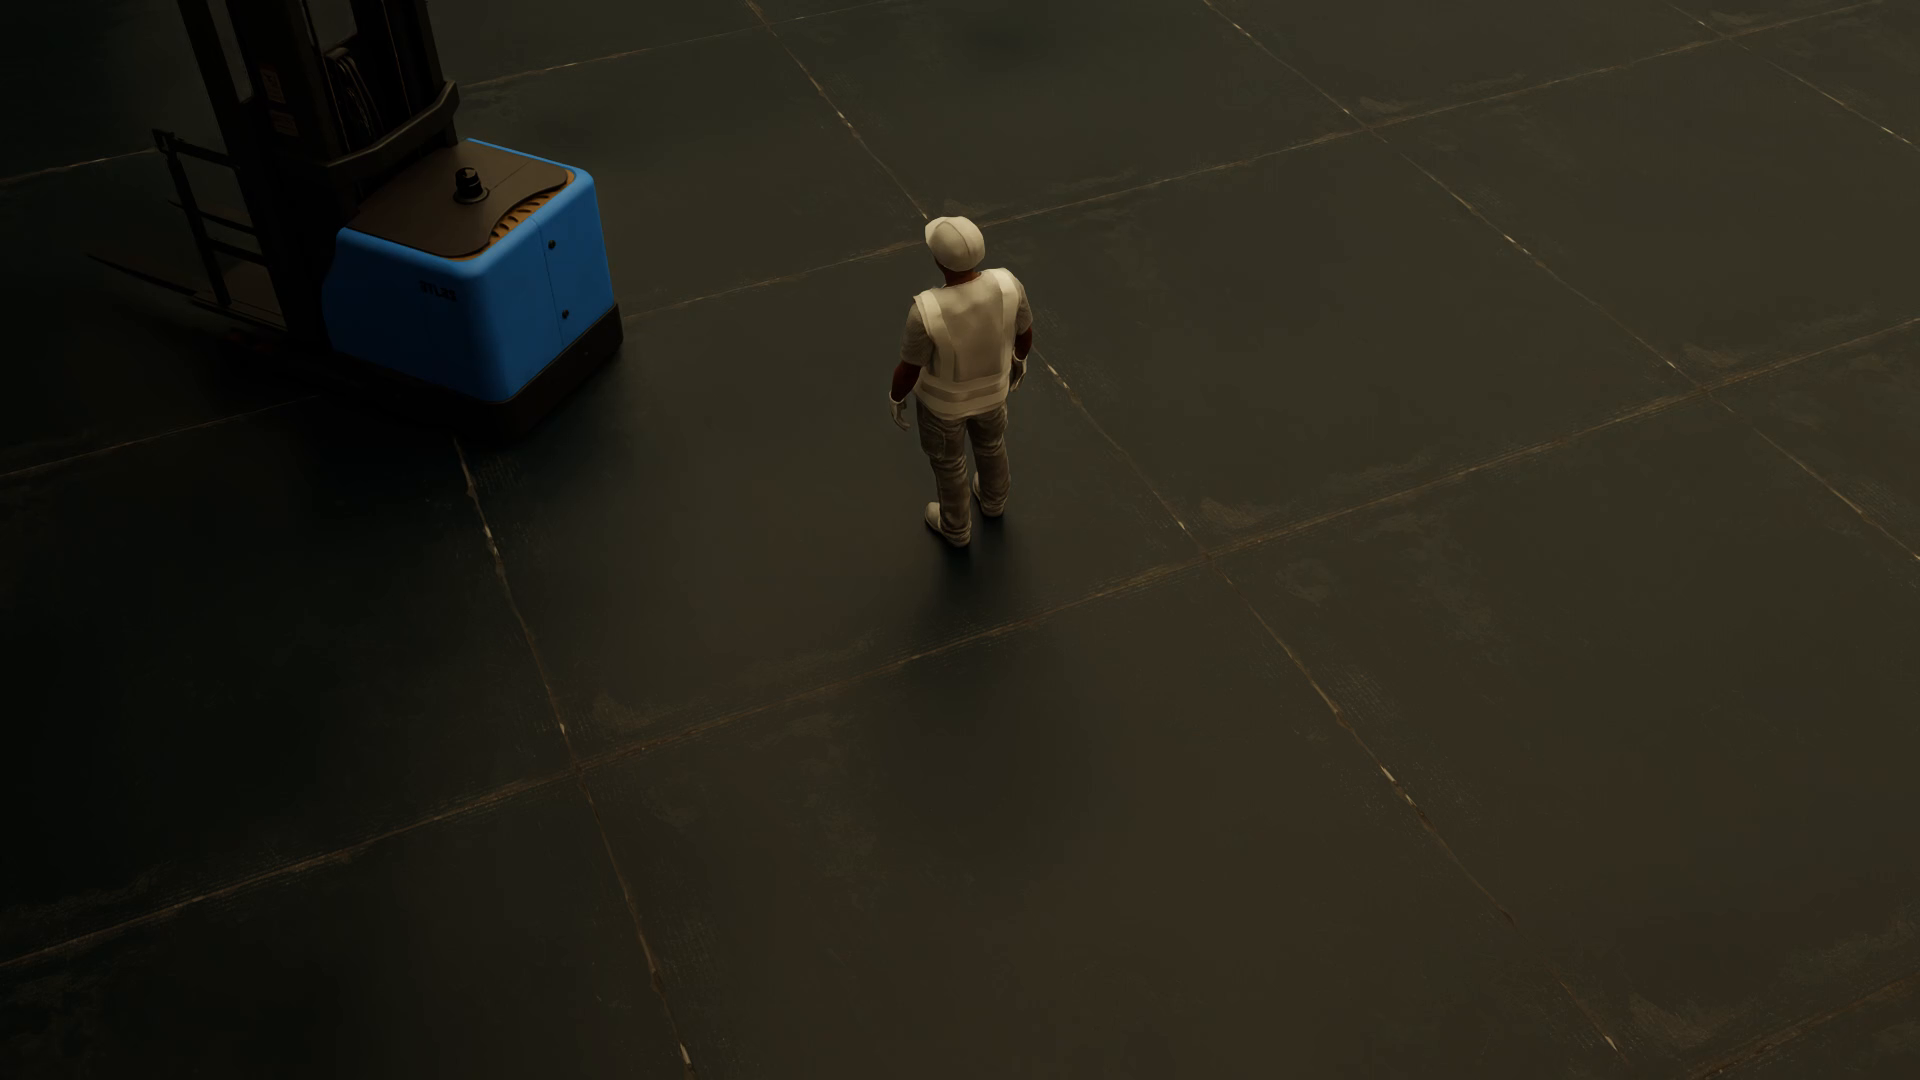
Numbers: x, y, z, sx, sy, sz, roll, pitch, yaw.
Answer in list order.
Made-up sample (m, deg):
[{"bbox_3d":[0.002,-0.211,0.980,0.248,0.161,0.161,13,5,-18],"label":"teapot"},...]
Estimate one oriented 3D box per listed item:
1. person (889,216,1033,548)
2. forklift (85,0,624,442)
[{"bbox_3d":[-0.023,-0.704,7.266,0.657,1.785,0.575,-18,46,-18],"label":"person"},{"bbox_3d":[-3.348,-2.255,8.097,3.031,2.935,1.130,19,46,19],"label":"forklift"}]
